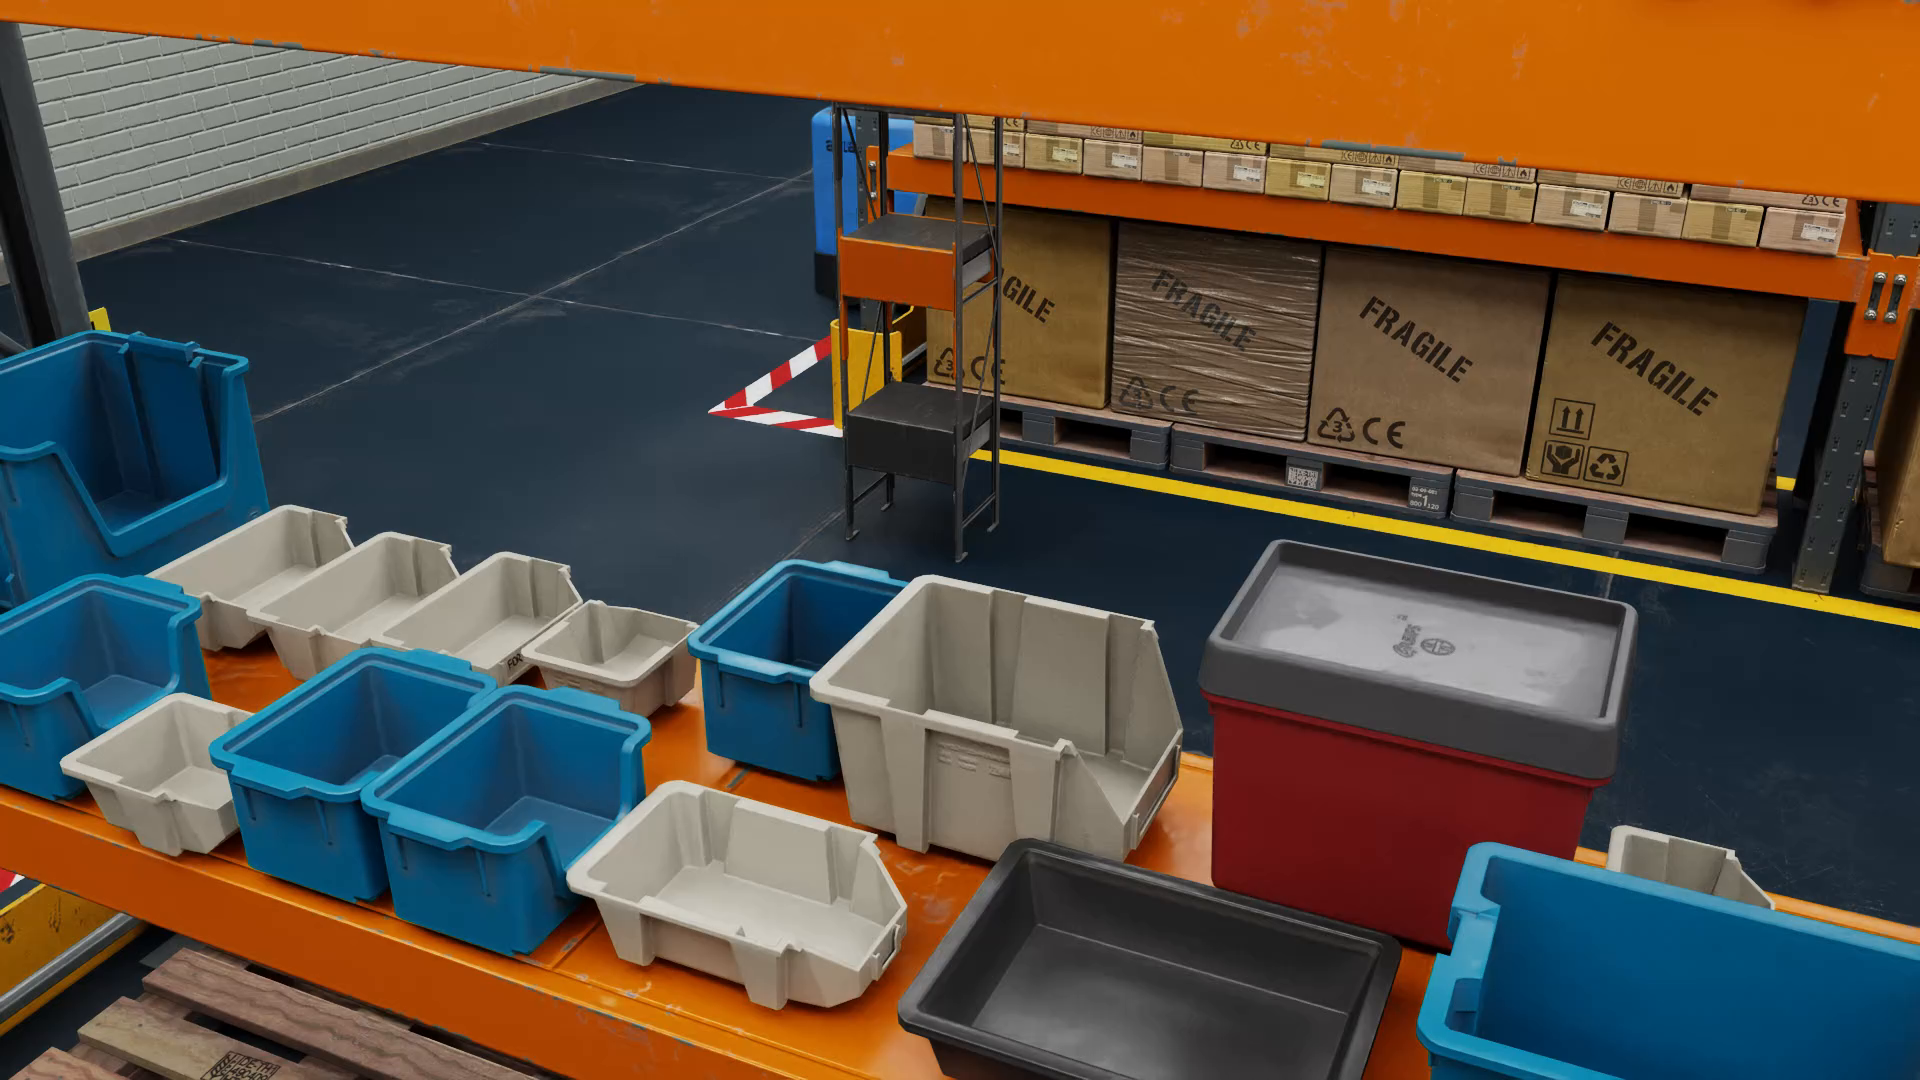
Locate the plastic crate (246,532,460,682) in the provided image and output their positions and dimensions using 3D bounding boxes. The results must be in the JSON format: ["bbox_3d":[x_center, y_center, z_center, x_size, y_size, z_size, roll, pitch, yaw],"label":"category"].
[{"bbox_3d":[-1.171,0.142,3.296,0.243,0.136,0.396,11,28,22],"label":"plastic crate"}]

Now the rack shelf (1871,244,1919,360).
[{"bbox_3d":[5.266,-0.656,5.501,4.000,0.370,1.077,11,28,22],"label":"rack shelf"}]

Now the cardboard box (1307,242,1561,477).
[{"bbox_3d":[2.058,-0.897,7.106,0.875,0.875,0.875,11,28,22],"label":"cardboard box"}]

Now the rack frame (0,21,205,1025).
[{"bbox_3d":[-2.246,-0.084,3.525,0.127,3.000,1.000,11,28,22],"label":"rack frame"}]

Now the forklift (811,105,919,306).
[{"bbox_3d":[0.751,-2.669,8.852,3.031,2.935,1.130,8,27,15],"label":"forklift"}]

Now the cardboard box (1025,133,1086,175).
[{"bbox_3d":[0.458,-1.672,7.035,0.250,0.149,0.380,11,28,21],"label":"cardboard box"}]

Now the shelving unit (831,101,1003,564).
[{"bbox_3d":[-0.151,-0.972,6.348,0.503,2.100,0.431,11,28,22],"label":"shelving unit"}]

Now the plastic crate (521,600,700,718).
[{"bbox_3d":[-0.630,0.230,3.117,0.250,0.136,0.298,11,28,22],"label":"plastic crate"}]

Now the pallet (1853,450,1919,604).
[{"bbox_3d":[4.179,0.017,6.476,1.213,0.211,1.003,11,28,22],"label":"pallet"}]

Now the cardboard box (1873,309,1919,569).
[{"bbox_3d":[4.036,-0.471,6.240,0.875,0.875,1.225,11,28,22],"label":"cardboard box"}]

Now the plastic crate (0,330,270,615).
[{"bbox_3d":[-1.864,-0.141,3.532,0.499,0.435,0.616,11,28,22],"label":"plastic crate"}]

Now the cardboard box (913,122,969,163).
[{"bbox_3d":[-0.009,-1.765,7.224,0.250,0.149,0.380,12,29,22],"label":"cardboard box"}]

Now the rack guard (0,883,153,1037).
[{"bbox_3d":[-2.274,1.038,4.075,0.348,0.500,1.175,11,28,22],"label":"rack guard"}]

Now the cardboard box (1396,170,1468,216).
[{"bbox_3d":[1.862,-1.390,6.463,0.250,0.149,0.380,11,28,21],"label":"cardboard box"}]

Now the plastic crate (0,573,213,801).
[{"bbox_3d":[-1.559,0.262,2.944,0.300,0.233,0.416,11,28,22],"label":"plastic crate"}]

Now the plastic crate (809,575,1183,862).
[{"bbox_3d":[0.081,0.320,2.770,0.530,0.282,0.437,11,28,22],"label":"plastic crate"}]

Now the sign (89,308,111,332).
[{"bbox_3d":[-2.033,-0.382,3.944,0.005,0.325,0.100,11,28,22],"label":"sign"}]

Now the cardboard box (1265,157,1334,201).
[{"bbox_3d":[1.391,-1.485,6.654,0.250,0.149,0.380,11,28,21],"label":"cardboard box"}]

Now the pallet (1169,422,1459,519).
[{"bbox_3d":[1.671,-0.486,7.499,1.213,0.211,1.003,11,28,22],"label":"pallet"}]

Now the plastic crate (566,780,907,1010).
[{"bbox_3d":[-0.315,0.541,2.486,0.466,0.136,0.293,11,28,22],"label":"plastic crate"}]

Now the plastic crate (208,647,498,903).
[{"bbox_3d":[-0.959,0.382,2.699,0.300,0.233,0.416,11,28,22],"label":"plastic crate"}]

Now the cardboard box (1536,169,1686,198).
[{"bbox_3d":[2.463,-1.479,6.192,0.500,0.250,0.500,12,29,23],"label":"cardboard box"}]

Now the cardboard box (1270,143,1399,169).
[{"bbox_3d":[1.538,-1.667,6.572,0.500,0.250,0.500,11,28,21],"label":"cardboard box"}]

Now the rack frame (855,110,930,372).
[{"bbox_3d":[-0.196,-2.076,7.570,0.127,3.000,1.000,11,28,22],"label":"rack frame"}]

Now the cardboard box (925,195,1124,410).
[{"bbox_3d":[0.420,-1.226,7.774,0.875,0.875,0.875,11,28,22],"label":"cardboard box"}]

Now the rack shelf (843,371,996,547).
[{"bbox_3d":[-0.151,-0.332,6.663,0.480,0.518,0.431,11,28,22],"label":"rack shelf"}]

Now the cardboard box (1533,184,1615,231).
[{"bbox_3d":[2.330,-1.297,6.272,0.250,0.149,0.380,12,29,23],"label":"cardboard box"}]

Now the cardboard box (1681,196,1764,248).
[{"bbox_3d":[2.797,-1.203,6.081,0.250,0.149,0.380,12,29,23],"label":"cardboard box"}]

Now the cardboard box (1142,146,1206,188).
[{"bbox_3d":[0.927,-1.578,6.844,0.250,0.149,0.380,11,28,21],"label":"cardboard box"}]

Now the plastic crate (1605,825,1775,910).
[{"bbox_3d":[1.030,0.596,2.374,0.243,0.136,0.396,11,28,22],"label":"plastic crate"}]

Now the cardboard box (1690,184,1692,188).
[{"bbox_3d":[2.834,-1.515,6.716,0.250,0.149,0.380,12,29,23],"label":"cardboard box"}]

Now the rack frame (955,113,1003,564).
[{"bbox_3d":[0.071,-0.928,6.257,0.015,2.100,0.400,11,28,22],"label":"rack frame"}]

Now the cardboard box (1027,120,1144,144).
[{"bbox_3d":[0.605,-1.853,6.951,0.500,0.250,0.500,11,28,21],"label":"cardboard box"}]
